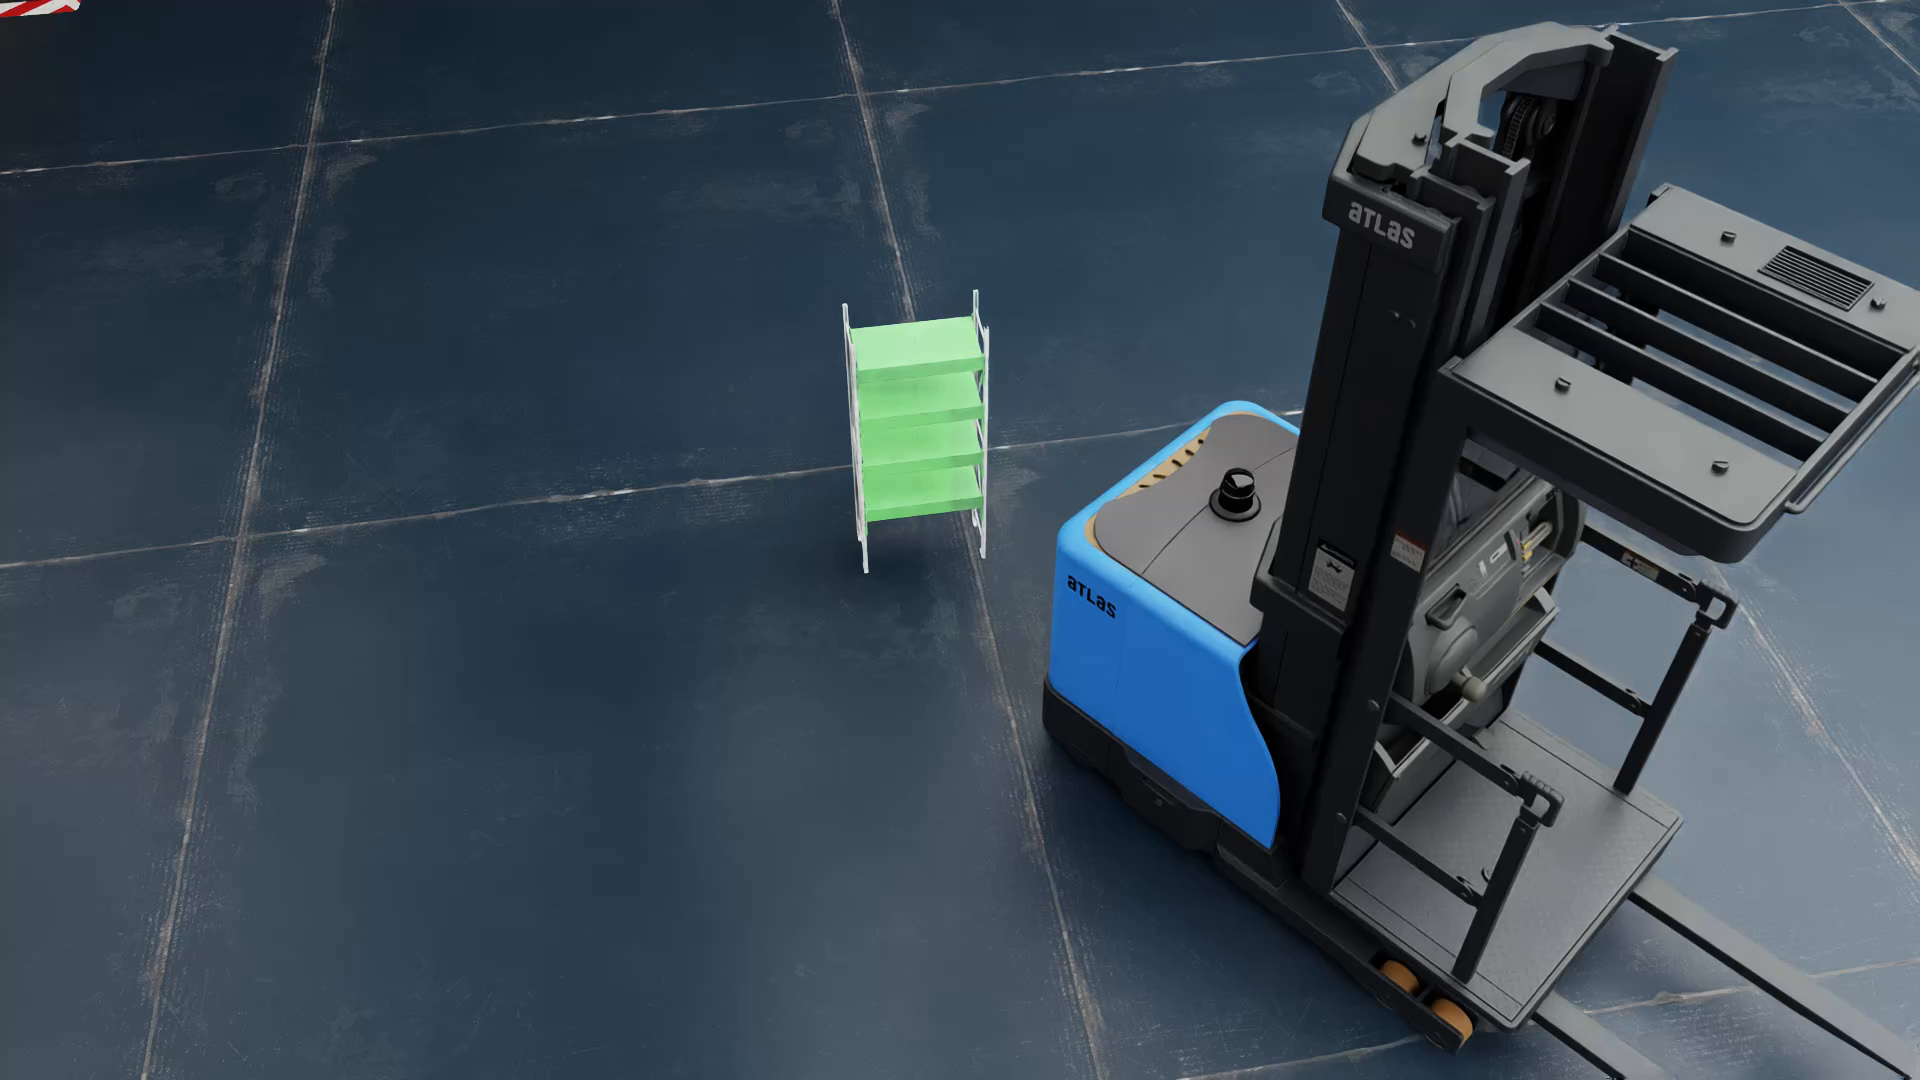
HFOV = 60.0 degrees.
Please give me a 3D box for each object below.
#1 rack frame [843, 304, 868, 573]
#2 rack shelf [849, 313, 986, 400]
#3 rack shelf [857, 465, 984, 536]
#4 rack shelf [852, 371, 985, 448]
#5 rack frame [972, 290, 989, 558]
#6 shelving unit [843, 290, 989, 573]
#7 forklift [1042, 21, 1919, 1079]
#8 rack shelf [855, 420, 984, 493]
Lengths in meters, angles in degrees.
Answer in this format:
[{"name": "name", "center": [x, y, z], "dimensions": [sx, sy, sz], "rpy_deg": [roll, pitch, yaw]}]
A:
[{"name": "rack frame", "center": [-0.404, -0.366, 6.463], "dimensions": [0.015, 1.200, 0.240], "rpy_deg": [-7, 46, -7]}, {"name": "rack shelf", "center": [-0.163, -0.685, 6.192], "dimensions": [0.480, 0.148, 0.258], "rpy_deg": [-7, 46, -7]}, {"name": "rack shelf", "center": [-0.163, -0.185, 6.710], "dimensions": [0.480, 0.148, 0.258], "rpy_deg": [-7, 46, -7]}, {"name": "rack shelf", "center": [-0.163, -0.518, 6.365], "dimensions": [0.480, 0.148, 0.258], "rpy_deg": [-7, 46, -7]}, {"name": "rack frame", "center": [0.077, -0.426, 6.520], "dimensions": [0.015, 1.200, 0.240], "rpy_deg": [-7, 46, -7]}, {"name": "shelving unit", "center": [-0.163, -0.396, 6.491], "dimensions": [0.503, 1.200, 0.258], "rpy_deg": [-7, 46, -7]}, {"name": "forklift", "center": [1.709, 0.194, 4.721], "dimensions": [3.031, 2.935, 1.130], "rpy_deg": [35, 56, 29]}, {"name": "rack shelf", "center": [-0.163, -0.352, 6.538], "dimensions": [0.480, 0.148, 0.258], "rpy_deg": [-7, 46, -7]}]
